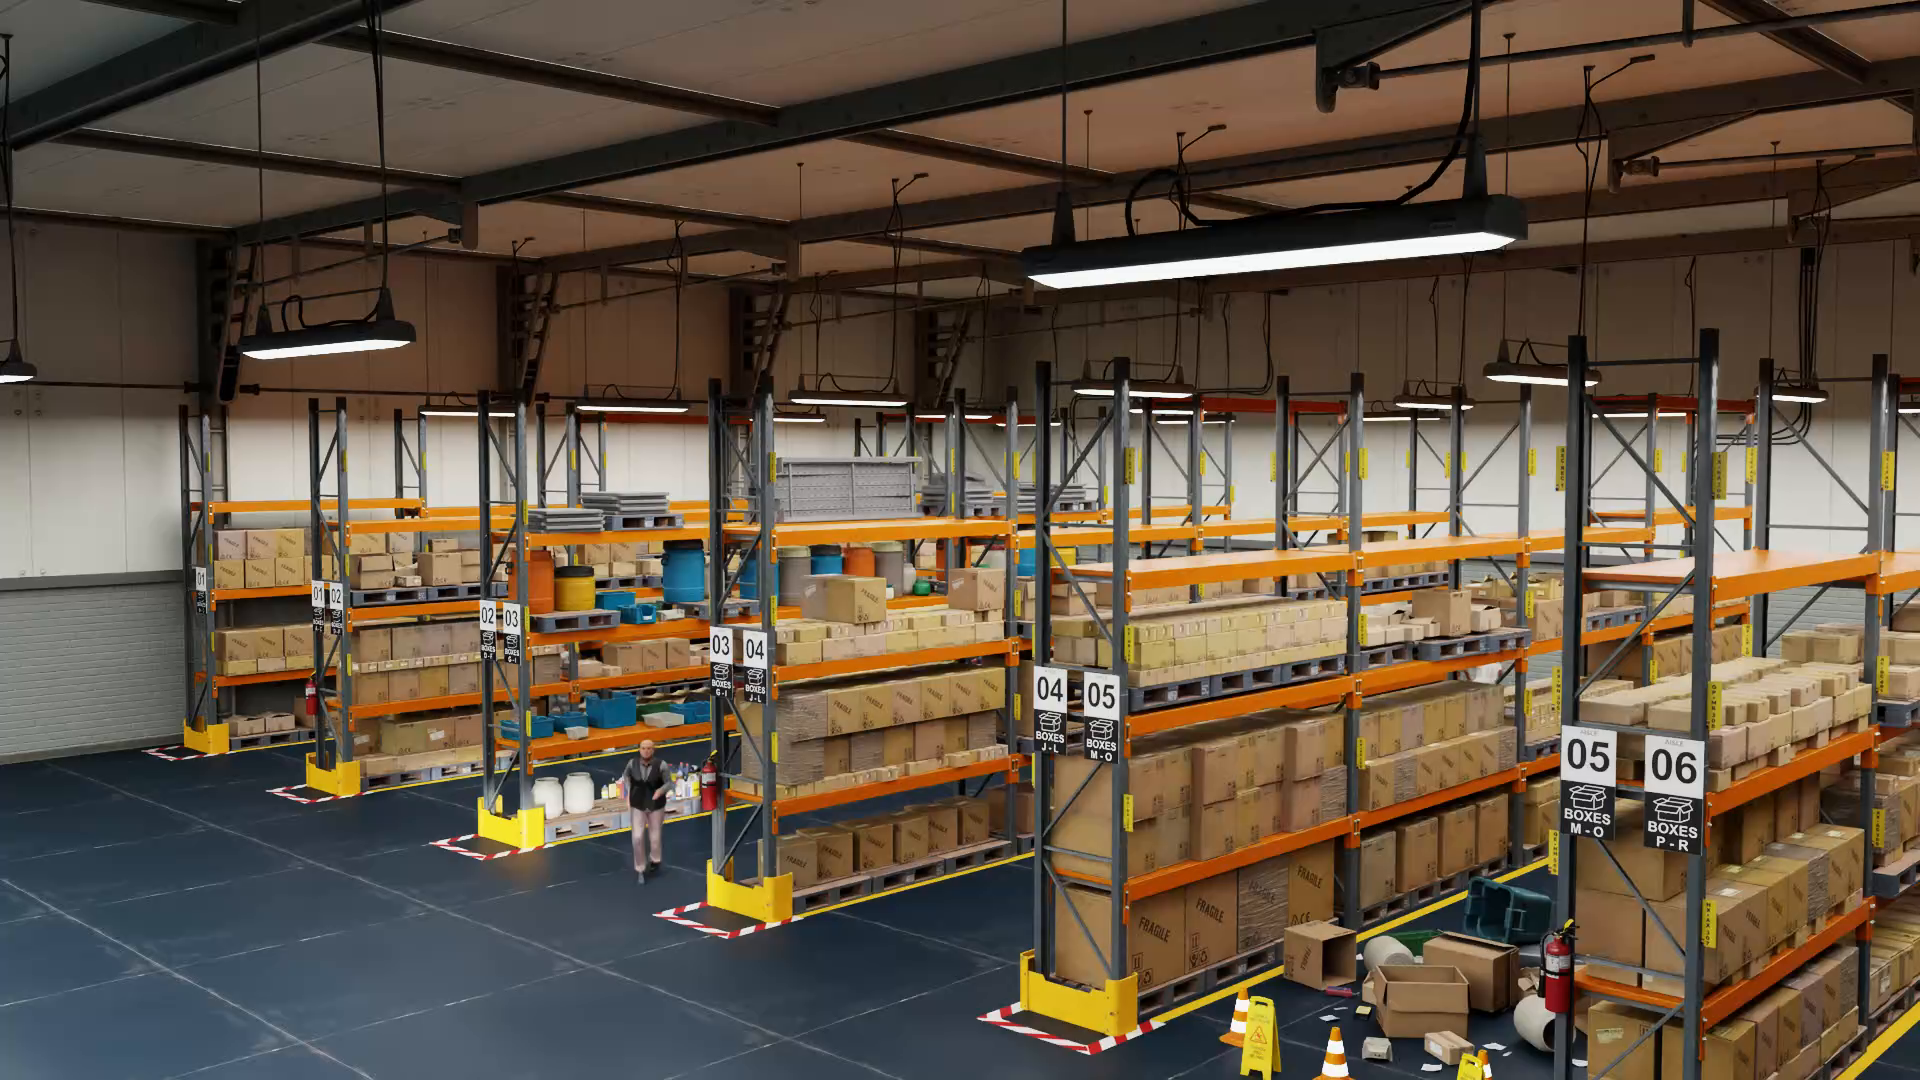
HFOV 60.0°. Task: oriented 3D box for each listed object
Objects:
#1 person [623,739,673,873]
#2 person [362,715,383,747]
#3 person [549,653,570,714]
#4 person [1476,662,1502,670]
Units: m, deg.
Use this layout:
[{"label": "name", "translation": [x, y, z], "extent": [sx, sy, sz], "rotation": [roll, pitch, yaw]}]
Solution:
[{"label": "person", "translation": [-3.764, 3.186, 20.067], "extent": [0.596, 1.596, 0.873], "rotation": [0, 3, -9]}, {"label": "person", "translation": [-9.733, 3.011, 27.454], "extent": [0.586, 1.419, 0.504], "rotation": [2, 4, 37]}, {"label": "person", "translation": [-7.608, 2.671, 31.236], "extent": [0.662, 1.770, 1.076], "rotation": [2, 4, 31]}, {"label": "person", "translation": [9.636, 2.837, 30.457], "extent": [0.673, 1.486, 0.682], "rotation": [-1, 3, -23]}]
